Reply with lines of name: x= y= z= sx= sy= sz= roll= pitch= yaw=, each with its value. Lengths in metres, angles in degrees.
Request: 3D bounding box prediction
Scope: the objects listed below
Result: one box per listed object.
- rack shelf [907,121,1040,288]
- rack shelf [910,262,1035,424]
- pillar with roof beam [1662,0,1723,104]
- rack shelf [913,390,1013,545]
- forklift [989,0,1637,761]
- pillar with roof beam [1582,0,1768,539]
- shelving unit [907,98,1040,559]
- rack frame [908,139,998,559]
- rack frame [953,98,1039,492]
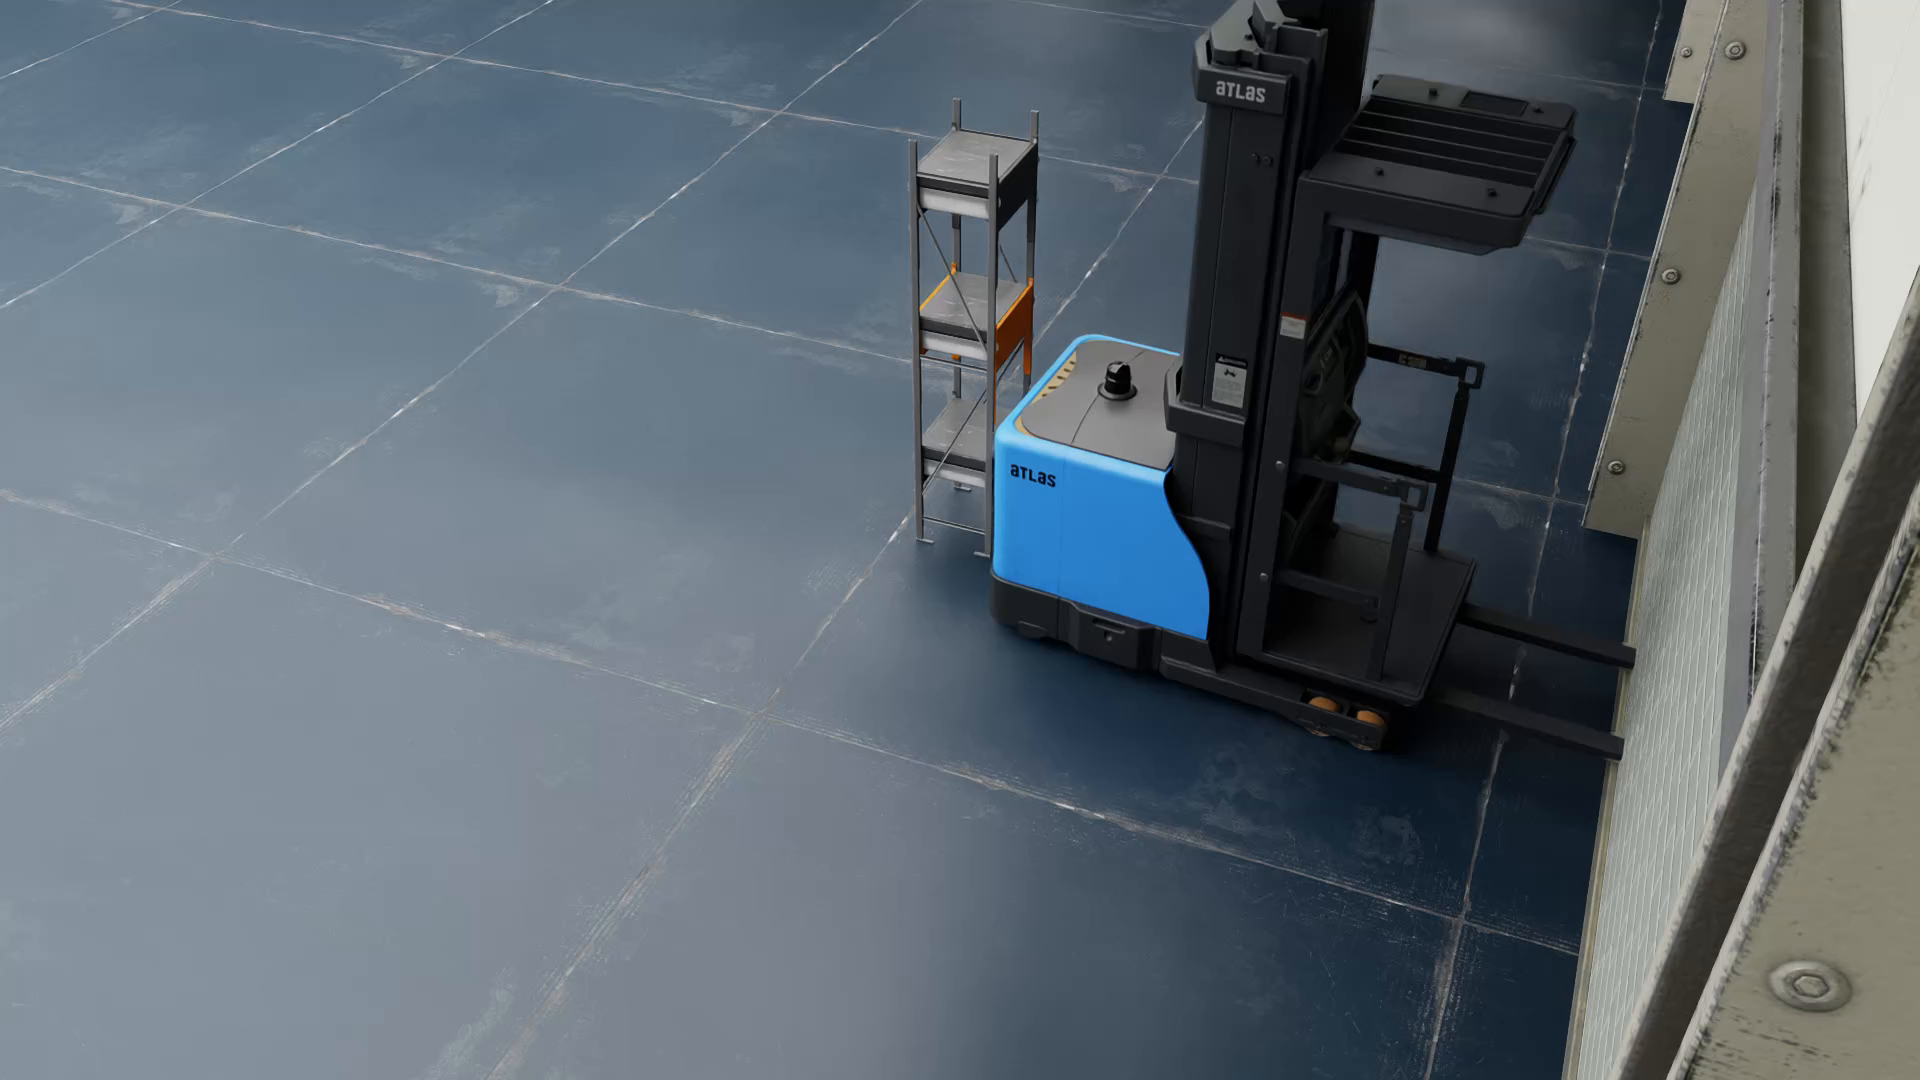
rack shelf: x=0.063 y=-1.482 z=7.333 sx=0.431 sy=0.518 sz=0.480 roll=14 pitch=39 yaw=18
rack shelf: x=0.063 y=-0.922 z=7.752 sx=0.431 sy=0.518 sz=0.480 roll=14 pitch=39 yaw=18
pillar with roof beam: x=1.637 y=-8.049 z=11.502 sx=9.100 sy=9.000 sz=0.400 roll=14 pitch=39 yaw=18
rack shelf: x=0.063 y=-0.361 z=8.171 sx=0.431 sy=0.518 sz=0.480 roll=14 pitch=39 yaw=18
forklift: x=1.690 y=-0.647 z=6.668 sx=3.031 sy=2.935 sz=1.130 roll=16 pitch=40 yaw=21
pillar with roof beam: x=-0.646 y=-4.727 z=7.058 sx=9.100 sy=9.000 sz=0.400 roll=14 pitch=39 yaw=18
shelving unit: x=0.063 y=-0.933 z=7.744 sx=0.431 sy=2.100 sz=0.503 roll=14 pitch=39 yaw=18
rack frame: x=-0.030 y=-0.798 z=7.563 sx=0.400 sy=2.100 sz=0.015 roll=14 pitch=39 yaw=18
rack frame: x=0.156 y=-1.068 z=7.925 sx=0.400 sy=2.100 sz=0.015 roll=14 pitch=39 yaw=18
